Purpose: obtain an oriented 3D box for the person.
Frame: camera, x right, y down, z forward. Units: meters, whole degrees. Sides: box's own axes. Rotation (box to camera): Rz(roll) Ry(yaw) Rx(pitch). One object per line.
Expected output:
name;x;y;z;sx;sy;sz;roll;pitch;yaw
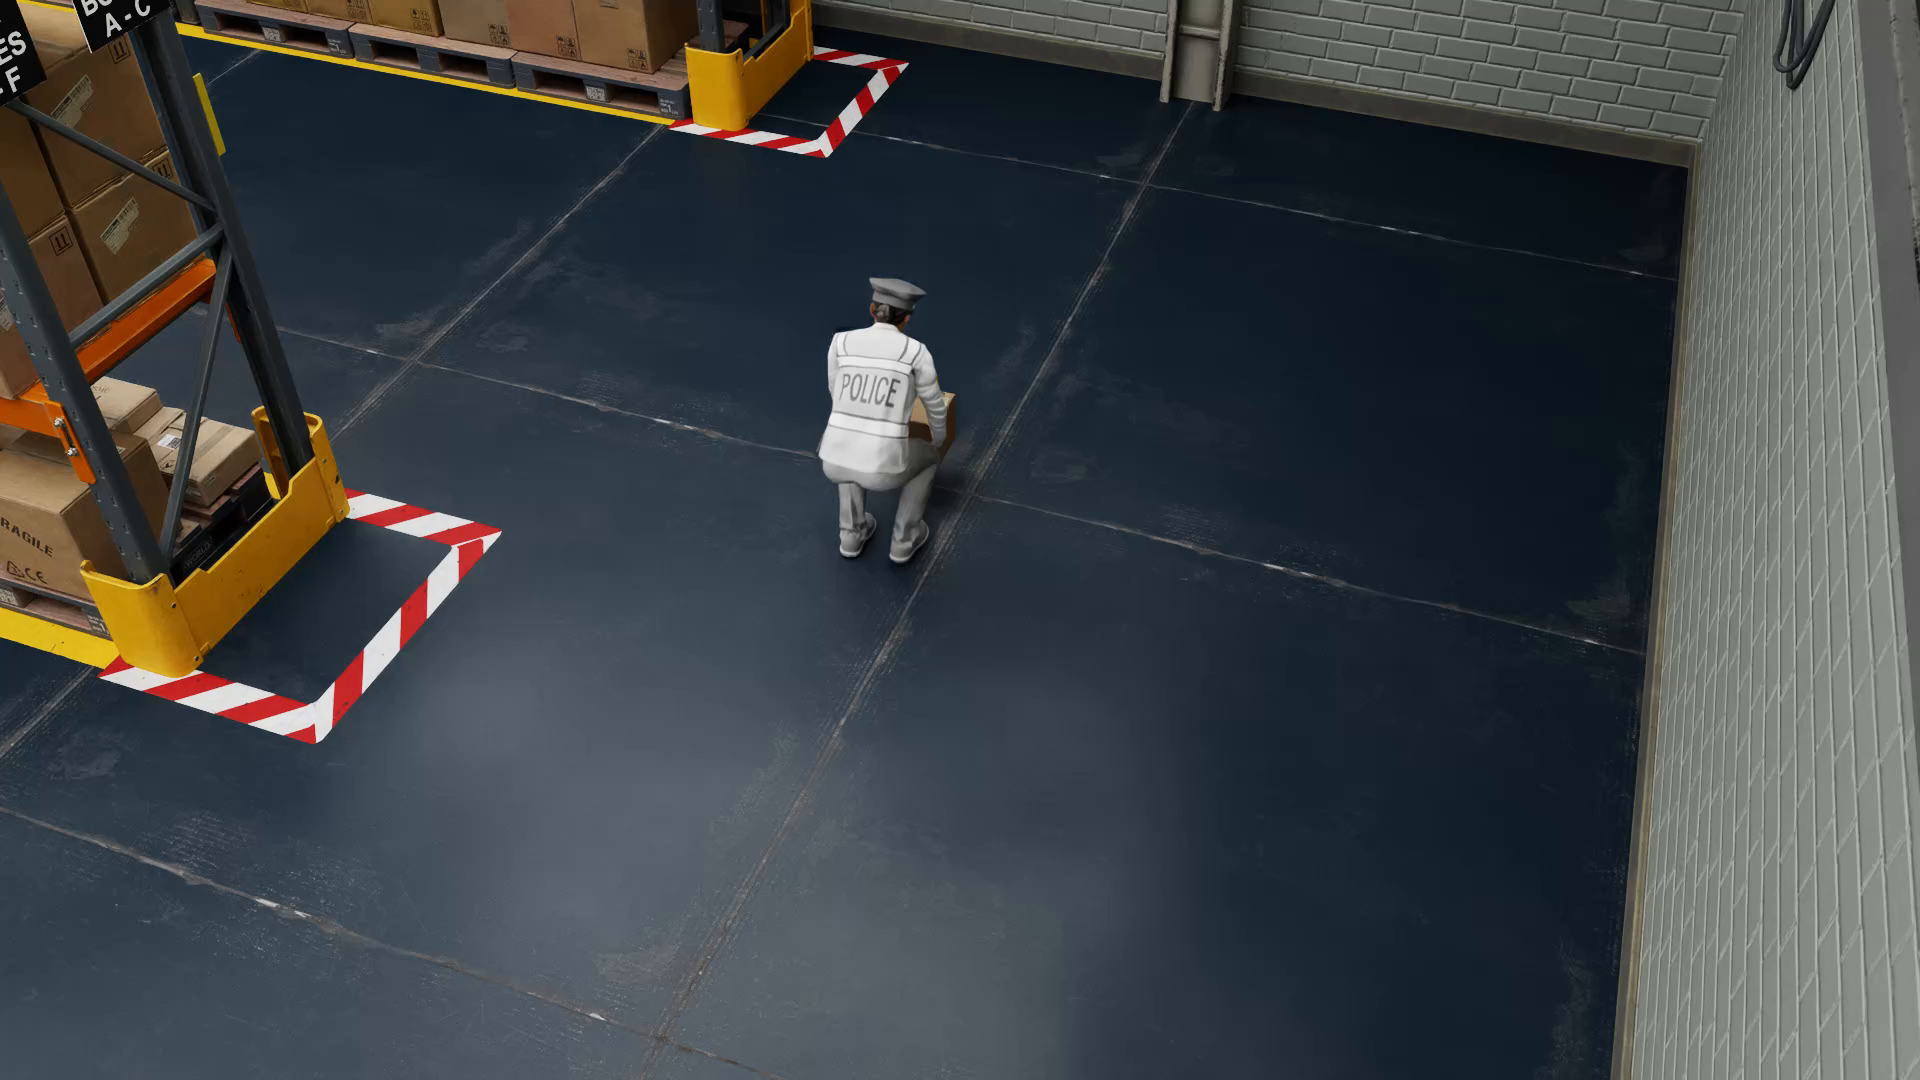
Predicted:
person;-0.349;-0.479;7.058;0.524;1.188;0.789;14;44;15
